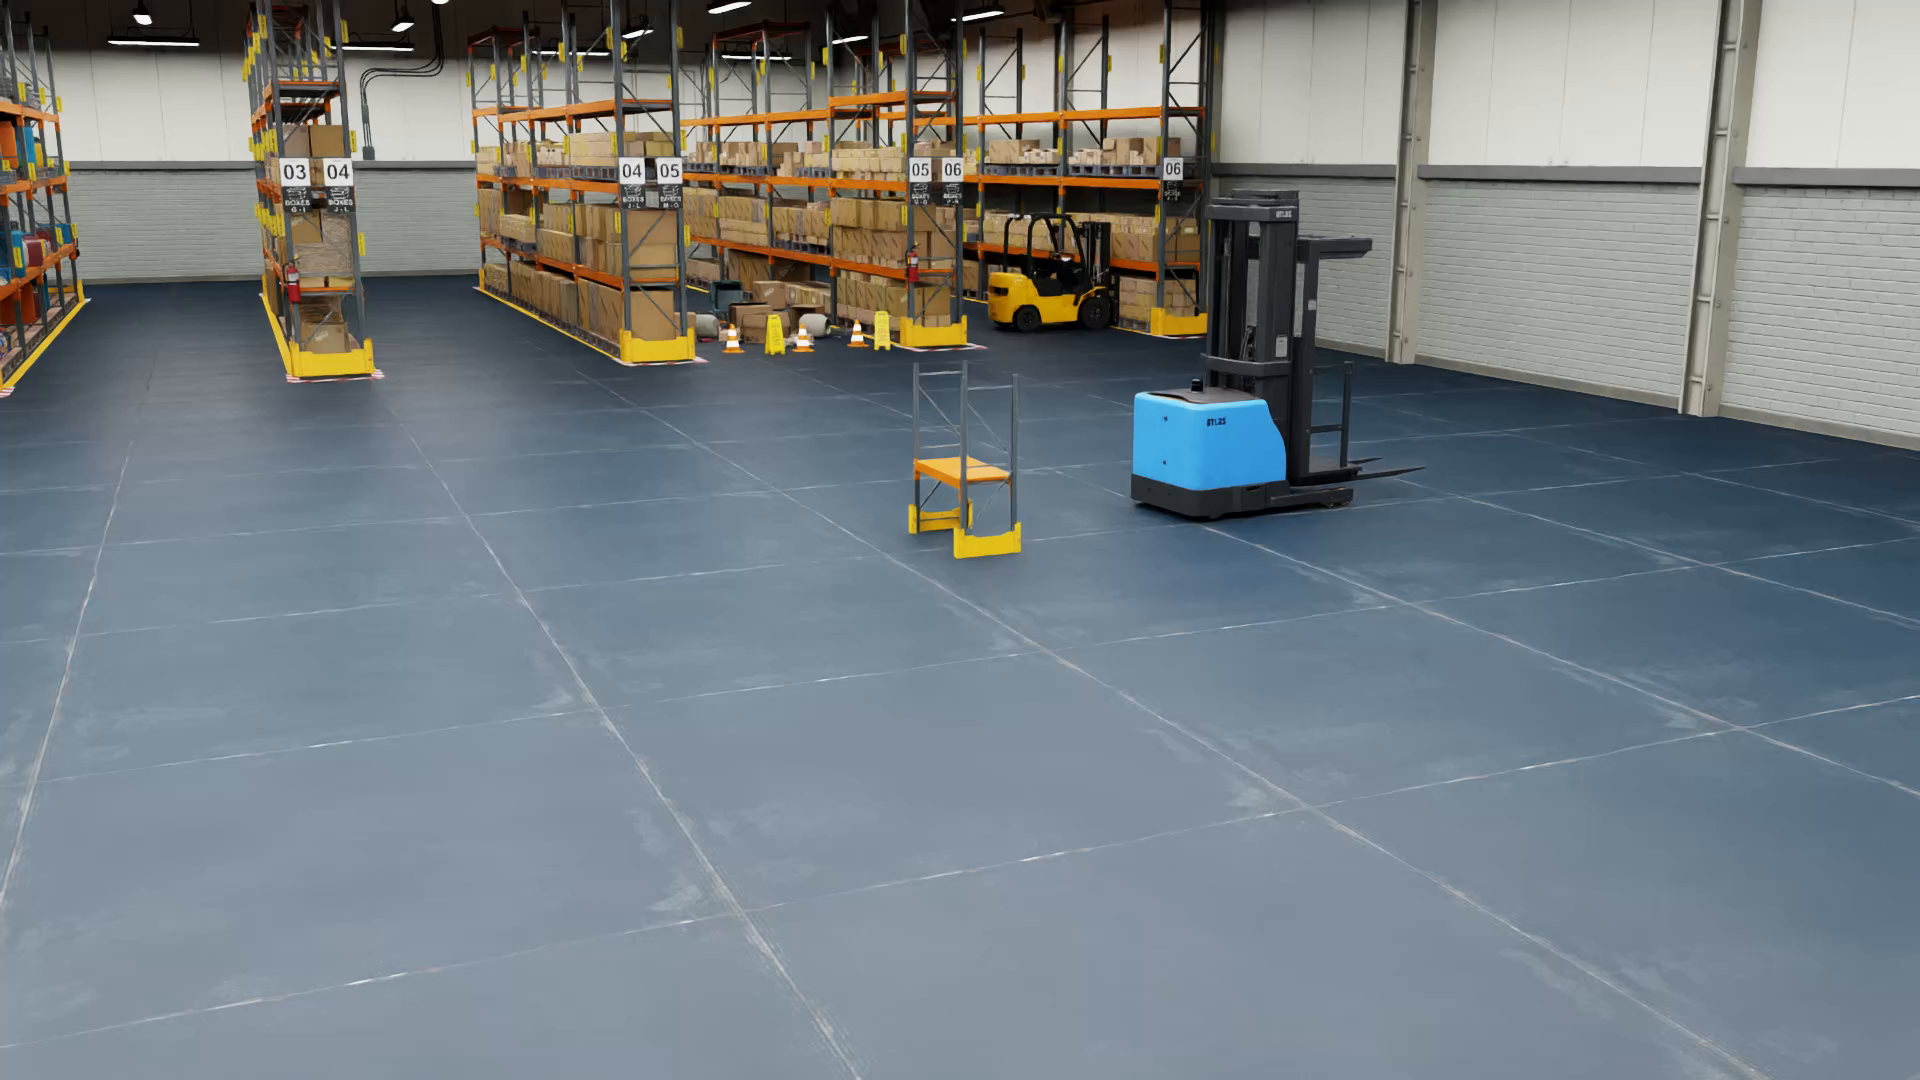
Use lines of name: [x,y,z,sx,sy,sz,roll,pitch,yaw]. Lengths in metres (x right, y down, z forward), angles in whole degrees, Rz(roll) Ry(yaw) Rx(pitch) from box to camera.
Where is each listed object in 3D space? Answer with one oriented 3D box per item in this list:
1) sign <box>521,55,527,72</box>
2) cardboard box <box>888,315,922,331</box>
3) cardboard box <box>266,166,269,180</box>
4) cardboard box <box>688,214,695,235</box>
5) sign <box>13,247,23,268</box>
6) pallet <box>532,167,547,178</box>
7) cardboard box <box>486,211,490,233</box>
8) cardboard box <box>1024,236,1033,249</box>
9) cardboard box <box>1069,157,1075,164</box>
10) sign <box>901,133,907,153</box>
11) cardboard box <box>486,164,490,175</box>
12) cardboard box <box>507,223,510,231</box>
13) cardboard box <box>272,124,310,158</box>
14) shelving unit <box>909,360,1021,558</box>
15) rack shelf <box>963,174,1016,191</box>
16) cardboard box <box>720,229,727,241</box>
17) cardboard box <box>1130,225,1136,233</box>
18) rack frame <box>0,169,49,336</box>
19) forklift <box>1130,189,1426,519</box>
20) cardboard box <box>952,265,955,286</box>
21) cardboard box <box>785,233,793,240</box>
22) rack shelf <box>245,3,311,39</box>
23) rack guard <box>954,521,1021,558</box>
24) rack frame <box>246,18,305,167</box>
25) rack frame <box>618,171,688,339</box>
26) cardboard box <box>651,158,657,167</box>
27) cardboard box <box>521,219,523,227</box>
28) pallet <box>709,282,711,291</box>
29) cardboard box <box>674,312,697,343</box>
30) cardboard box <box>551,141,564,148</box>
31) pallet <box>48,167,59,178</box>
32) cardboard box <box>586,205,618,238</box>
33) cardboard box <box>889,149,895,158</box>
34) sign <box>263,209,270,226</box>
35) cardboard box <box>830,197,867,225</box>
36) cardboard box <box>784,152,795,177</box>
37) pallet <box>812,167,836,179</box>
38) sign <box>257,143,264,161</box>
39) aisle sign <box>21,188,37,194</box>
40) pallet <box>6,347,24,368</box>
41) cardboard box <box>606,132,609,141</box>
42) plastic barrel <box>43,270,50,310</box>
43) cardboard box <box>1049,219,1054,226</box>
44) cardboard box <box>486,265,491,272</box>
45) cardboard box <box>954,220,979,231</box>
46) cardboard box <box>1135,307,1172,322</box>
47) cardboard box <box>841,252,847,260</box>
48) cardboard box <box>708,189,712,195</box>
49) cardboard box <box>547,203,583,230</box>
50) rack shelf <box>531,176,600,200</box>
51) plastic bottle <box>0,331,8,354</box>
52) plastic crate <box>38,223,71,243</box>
sign: [-8.624,-9.425,32.889,0.100,0.325,0.005,-6,14,-23]
cardboard box: [-1.011,-3.888,29.682,0.500,0.250,0.500,-6,14,-23]
cardboard box: [-12.556,-6.795,30.757,0.500,0.250,0.500,-5,14,-22]
cardboard box: [-6.496,-7.896,41.610,0.500,0.500,0.500,-6,14,-23]
sign: [-15.143,-4.541,26.725,0.100,0.325,0.005,-6,14,-23]
pallet: [-7.824,-7.301,33.030,1.213,0.211,1.003,-5,14,-20]
cardboard box: [-10.986,-7.578,39.578,0.500,0.500,0.500,-5,14,-22]
cardboard box: [1.694,-6.367,35.559,0.500,0.250,0.500,-6,14,-23]
cardboard box: [2.415,-7.623,33.405,0.380,0.149,0.250,-5,14,-22]
sign: [-0.948,-6.722,28.144,0.100,0.325,0.005,-6,14,-23]
cardboard box: [-10.768,-8.663,38.829,0.500,0.250,0.500,-6,14,-23]
cardboard box: [-9.572,-6.775,35.955,0.380,0.149,0.250,-5,14,-21]
cardboard box: [-10.364,-6.176,25.759,0.500,0.500,0.500,-6,14,-23]
shelving unit: [0.031,-0.715,14.133,0.587,1.500,1.083,-6,14,-23]
rack shelf: [0.110,-8.501,39.391,1.077,0.370,4.000,-6,14,-23]
cardboard box: [-5.304,-7.166,39.014,0.500,0.250,0.500,-6,14,-24]
cardboard box: [3.454,-5.897,31.535,0.380,0.149,0.250,-6,14,-23]
rack frame: [-17.254,-5.185,30.122,1.000,3.000,0.127,-6,14,-23]
forklift: [3.155,-1.833,15.790,3.031,2.935,1.130,-7,15,-29]
cardboard box: [0.142,-6.244,39.308,0.500,0.500,0.500,-5,14,-21]
cardboard box: [-3.435,-6.345,34.760,0.380,0.149,0.250,-6,14,-23]
rack shelf: [-13.517,-10.237,32.870,1.077,0.370,4.000,-6,14,-23]
rack guard: [0.230,-0.003,13.829,0.587,0.250,0.087,-6,14,-23]
rack frame: [-14.318,-9.382,34.949,1.000,3.000,0.127,-6,14,-23]
rack frame: [-4.926,-4.407,26.759,1.000,3.000,0.127,-6,14,-23]
cardboard box: [-4.770,-6.099,26.822,0.380,0.149,0.250,-6,14,-23]
cardboard box: [-8.846,-6.544,34.298,0.380,0.149,0.250,-6,14,-24]
pallet: [-5.471,-6.160,40.517,1.003,0.211,1.213,-6,14,-23]
cardboard box: [-4.966,-3.789,29.626,0.500,0.500,0.500,-3,13,-13]
cardboard box: [-8.247,-8.158,34.394,0.396,0.266,0.258,-6,14,-23]
pallet: [-18.453,-7.228,32.714,1.213,0.211,1.003,-6,14,-23]
cardboard box: [-5.995,-5.526,28.867,0.875,0.550,0.550,-6,14,-23]
cardboard box: [-1.024,-6.754,29.034,0.380,0.149,0.250,-6,14,-24]
sign: [-13.223,-6.146,31.705,0.100,0.325,0.005,-6,14,-23]
cardboard box: [-2.056,-6.272,31.717,0.700,0.500,0.500,-6,14,-24]
cardboard box: [-3.265,-7.841,34.723,0.700,0.500,0.500,-6,14,-23]
pallet: [-2.183,-7.209,32.628,1.213,0.211,1.003,-6,14,-23]
sign: [-13.228,-7.336,31.440,0.100,0.325,0.005,-6,14,-23]
aisle sign: [-20.760,-8.093,36.919,0.394,0.787,0.004,-6,14,-23]
pallet: [-15.421,-2.858,26.250,1.003,0.211,1.213,-6,14,-23]
cardboard box: [-5.471,-6.479,26.693,0.380,0.149,0.250,-6,14,-23]
plastic barrel: [-18.654,-5.080,33.390,0.600,0.901,0.708,-6,14,-23]
cardboard box: [2.053,-6.618,34.650,0.380,0.149,0.250,-6,14,-24]
cardboard box: [-11.233,-6.570,40.175,0.380,0.149,0.250,-6,14,-23]
cardboard box: [0.192,-7.297,38.648,0.500,0.250,0.500,-6,14,-26]
cardboard box: [3.638,-4.258,31.281,0.500,0.250,0.500,-6,14,-23]
cardboard box: [-2.052,-5.438,31.769,0.380,0.149,0.250,-5,14,-21]
cardboard box: [-5.868,-8.408,40.170,0.380,0.149,0.250,-6,14,-23]
cardboard box: [-7.756,-6.398,32.921,0.700,0.500,0.500,-6,14,-24]
rack shelf: [-7.330,-6.758,31.858,1.077,0.370,4.000,-6,14,-23]
plastic bottle: [-14.923,-3.069,25.879,0.144,0.351,0.185,-6,14,-23]
plastic crate: [-20.153,-6.832,37.027,0.616,0.435,0.499,-6,14,-23]
